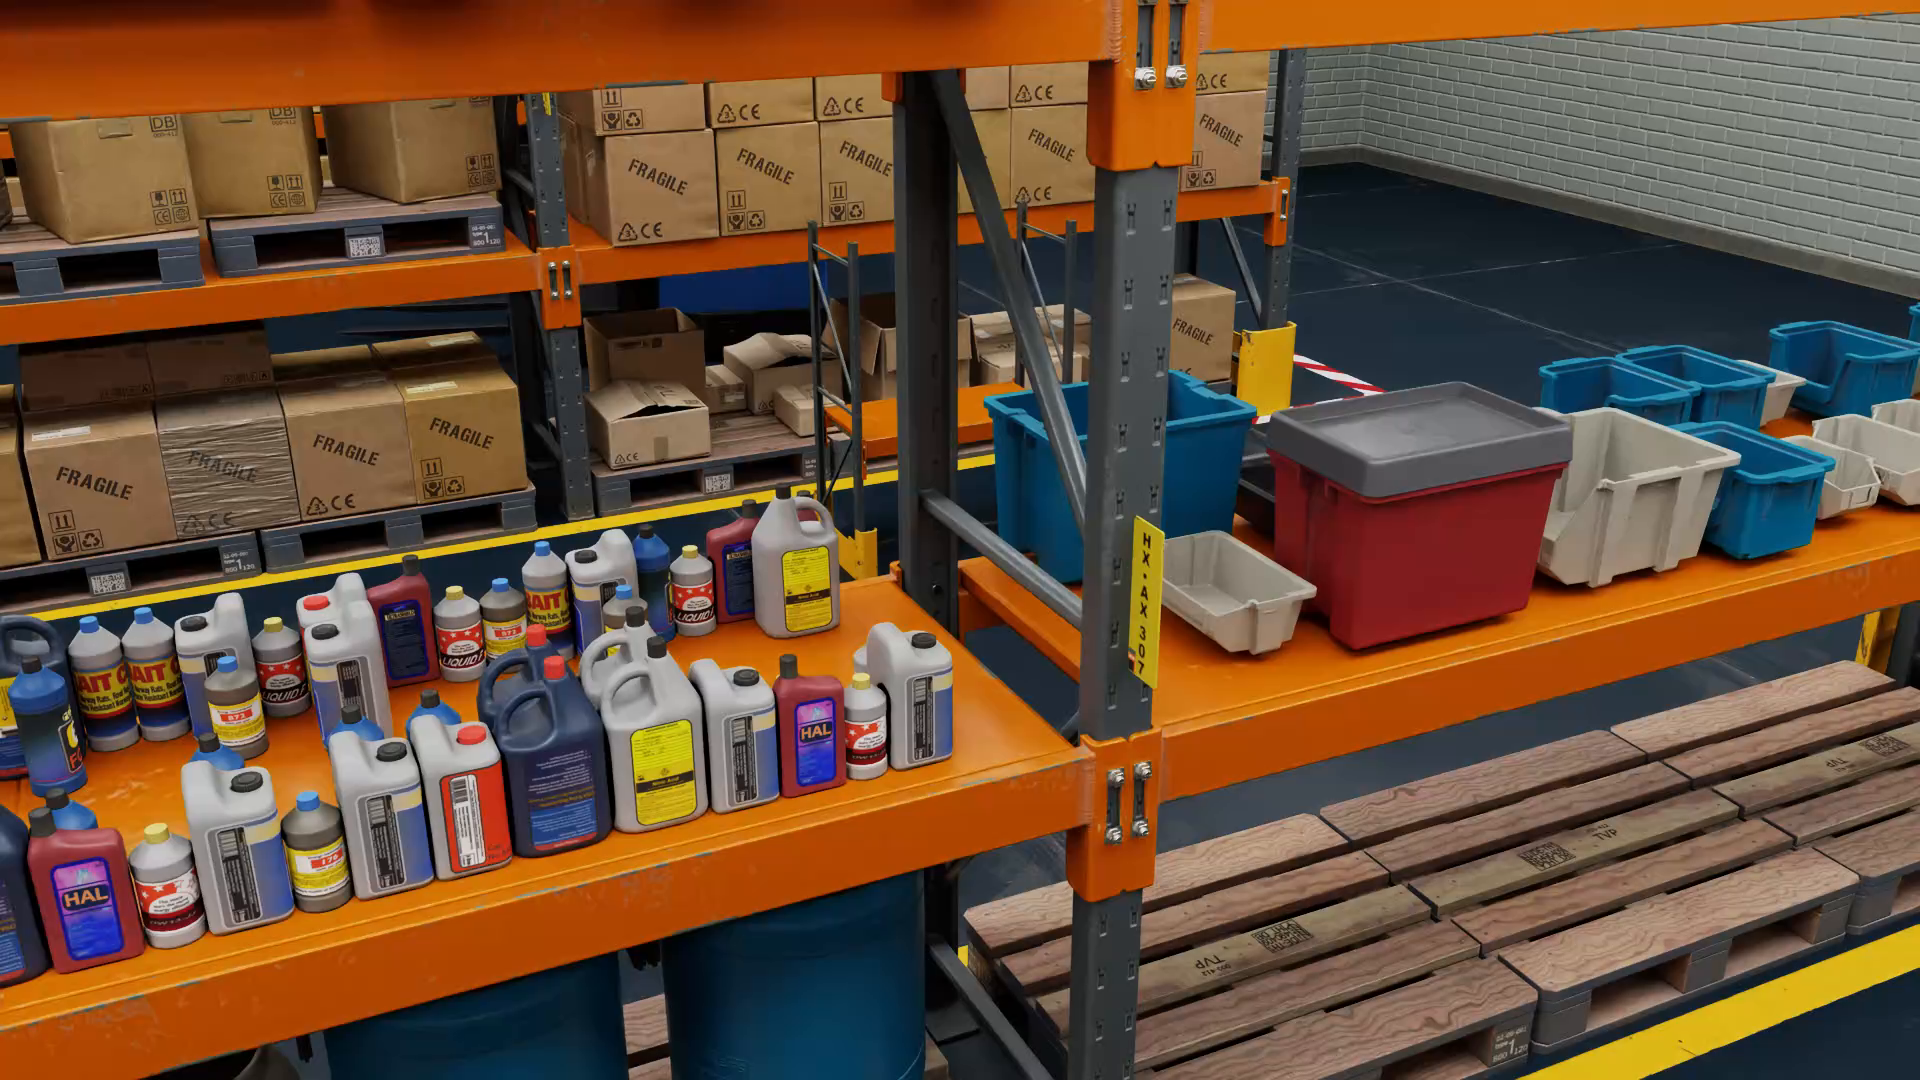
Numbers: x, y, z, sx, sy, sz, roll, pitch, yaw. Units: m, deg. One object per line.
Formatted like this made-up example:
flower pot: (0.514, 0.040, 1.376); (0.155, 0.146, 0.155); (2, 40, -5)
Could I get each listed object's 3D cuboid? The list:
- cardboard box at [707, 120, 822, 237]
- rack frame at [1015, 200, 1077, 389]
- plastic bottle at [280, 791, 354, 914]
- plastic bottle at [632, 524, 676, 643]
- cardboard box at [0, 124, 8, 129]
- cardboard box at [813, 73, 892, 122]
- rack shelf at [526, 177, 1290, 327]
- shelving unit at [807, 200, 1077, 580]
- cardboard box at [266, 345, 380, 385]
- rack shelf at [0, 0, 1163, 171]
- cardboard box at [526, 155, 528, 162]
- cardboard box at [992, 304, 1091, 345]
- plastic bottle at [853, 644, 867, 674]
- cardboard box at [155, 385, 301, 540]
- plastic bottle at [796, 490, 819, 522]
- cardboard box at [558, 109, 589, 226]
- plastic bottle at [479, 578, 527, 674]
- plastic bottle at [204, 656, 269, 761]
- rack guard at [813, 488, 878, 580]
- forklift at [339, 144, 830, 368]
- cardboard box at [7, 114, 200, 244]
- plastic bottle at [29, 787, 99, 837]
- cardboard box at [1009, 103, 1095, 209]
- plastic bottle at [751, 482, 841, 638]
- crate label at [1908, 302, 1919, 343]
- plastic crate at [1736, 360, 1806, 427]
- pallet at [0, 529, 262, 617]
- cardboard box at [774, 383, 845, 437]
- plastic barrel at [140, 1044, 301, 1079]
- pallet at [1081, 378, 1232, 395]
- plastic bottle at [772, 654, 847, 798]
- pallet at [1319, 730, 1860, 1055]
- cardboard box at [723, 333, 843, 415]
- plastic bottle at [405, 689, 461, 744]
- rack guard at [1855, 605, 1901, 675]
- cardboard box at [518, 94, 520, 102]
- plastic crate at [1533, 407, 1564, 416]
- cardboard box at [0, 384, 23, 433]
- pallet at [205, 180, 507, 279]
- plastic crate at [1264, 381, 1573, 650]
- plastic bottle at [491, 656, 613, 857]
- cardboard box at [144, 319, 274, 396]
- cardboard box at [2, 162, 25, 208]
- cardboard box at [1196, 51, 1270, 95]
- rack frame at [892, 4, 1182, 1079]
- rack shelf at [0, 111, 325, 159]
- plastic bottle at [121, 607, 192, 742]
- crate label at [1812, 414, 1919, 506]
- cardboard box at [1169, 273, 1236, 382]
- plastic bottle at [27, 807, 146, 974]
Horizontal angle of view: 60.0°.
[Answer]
cardboard box: (-0.990, -1.772, 7.978); (0.500, 0.500, 0.500); (-10, 24, -23)
rack frame: (0.381, -0.763, 7.633); (0.032, 1.500, 0.500); (-10, 25, -24)
plastic bottle: (-1.095, 0.522, 2.826); (0.097, 0.201, 0.097); (0, 22, 0)
plastic bottle: (-0.702, 0.095, 3.766); (0.097, 0.271, 0.097); (0, 22, 0)
cardboard box: (-6.239, -2.783, 10.854); (0.250, 0.149, 0.380); (-10, 25, -23)
cardboard box: (-0.553, -2.309, 7.969); (0.500, 0.500, 0.500); (-11, 25, -25)
rack shelf: (-0.225, -1.649, 8.751); (4.000, 0.370, 1.077); (-10, 25, -24)
shelving unit: (-0.069, -0.680, 7.433); (1.083, 1.500, 0.587); (-10, 25, -24)
cardboard box: (-3.045, -0.609, 7.992); (0.500, 0.500, 0.500); (-10, 25, -23)
rack shelf: (-1.684, -0.663, 2.449); (4.000, 0.370, 1.077); (-10, 25, -24)
cardboard box: (-3.073, -2.777, 12.408); (0.250, 0.149, 0.380); (-10, 24, -22)
cardboard box: (0.514, -1.170, 9.675); (0.500, 0.250, 0.500); (-10, 25, -24)
plastic bottle: (-0.168, 0.287, 3.394); (0.097, 0.201, 0.097); (0, 22, 0)
cardboard box: (-3.249, -0.355, 7.378); (0.500, 0.500, 0.500); (-10, 25, -23)
plastic bottle: (-0.398, 0.026, 3.918); (0.133, 0.283, 0.061); (-10, 25, -24)
cardboard box: (-1.688, -1.867, 8.207); (0.500, 0.500, 0.500); (-10, 25, -23)
plastic bottle: (-0.998, 0.182, 3.647); (0.097, 0.201, 0.097); (0, 22, 0)
plastic bottle: (-1.437, 0.328, 3.296); (0.097, 0.201, 0.097); (0, 22, 0)
rack guard: (-0.517, -0.020, 7.472); (0.087, 0.250, 0.587); (-10, 25, -24)
forklift: (-2.386, -2.640, 10.296); (3.031, 2.935, 1.130); (-3, 23, -8)
cardboard box: (-3.592, -1.575, 6.954); (0.500, 0.500, 0.700); (-18, 29, -37)
plastic bottle: (-1.450, 0.530, 2.717); (0.097, 0.271, 0.097); (0, 22, 0)
cardboard box: (0.374, -2.023, 8.584); (0.500, 0.500, 0.500); (-10, 25, -23)
plastic bottle: (-0.376, 0.035, 3.809); (0.185, 0.351, 0.144); (-10, 25, -24)
crate label: (3.357, -0.628, 5.486); (0.303, 0.233, 0.416); (-10, 25, -24)
plastic crate: (2.421, -0.446, 5.173); (0.298, 0.136, 0.250); (-10, 25, -24)
pallet: (-3.845, -0.009, 7.496); (1.213, 0.211, 1.003); (-10, 25, -24)
cardboard box: (-0.780, -0.685, 8.613); (0.250, 0.166, 0.380); (-10, 25, -24)
plastic barrel: (-1.565, 1.279, 3.443); (0.421, 0.512, 0.421); (0, 22, 0)
pallet: (0.791, -0.879, 9.598); (1.213, 0.211, 1.003); (-10, 25, -24)
plastic bottle: (-0.286, 0.343, 3.152); (0.133, 0.283, 0.061); (-10, 25, -24)
pallet: (1.864, 1.008, 5.040); (1.213, 0.211, 1.003); (-10, 25, -24)
cardboard box: (-0.961, -0.927, 9.008); (0.500, 0.311, 0.500); (-10, 25, -24)
plastic bottle: (-0.952, 0.399, 3.032); (0.097, 0.271, 0.097); (0, 22, 0)
rack guard: (3.738, 0.541, 5.788); (0.348, 0.500, 1.175); (-10, 25, -24)
cardboard box: (-3.683, -3.579, 12.081); (0.700, 0.700, 0.980); (-10, 25, -23)
plastic crate: (1.556, -0.240, 4.674); (0.466, 0.136, 0.293); (-10, 25, -24)
cardboard box: (-4.424, -0.356, 7.381); (0.500, 0.500, 0.500); (-11, 25, -26)
pallet: (-2.795, -1.466, 7.620); (1.213, 0.211, 1.003); (-10, 25, -24)
plastic crate: (1.031, -0.061, 3.812); (0.583, 0.464, 0.402); (-10, 25, -24)
plastic bottle: (-0.735, 0.377, 2.982); (0.185, 0.351, 0.144); (-10, 25, -24)
cardboard box: (-3.470, -0.882, 7.671); (0.500, 0.250, 0.500); (-10, 25, -24)
cardboard box: (-6.272, -2.113, 11.194); (0.750, 0.750, 0.750); (-11, 25, -24)
cardboard box: (1.295, -2.652, 8.798); (0.500, 0.500, 0.500); (-11, 25, -24)
rack frame: (0.118, 0.058, 3.687); (0.127, 3.000, 1.000); (-10, 25, -24)
rack shelf: (-5.981, -2.692, 11.271); (4.000, 0.370, 1.077); (-10, 25, -24)
plastic bottle: (-1.624, 0.265, 3.356); (0.097, 0.271, 0.097); (0, 22, 0)
crate label: (2.558, -0.216, 4.615); (0.243, 0.136, 0.396); (-10, 25, -24)
cardboard box: (1.194, -1.186, 9.386); (0.500, 0.500, 0.500); (-10, 25, -24)
plastic bottle: (-1.400, 0.548, 2.656); (0.133, 0.283, 0.061); (-10, 25, -24)
